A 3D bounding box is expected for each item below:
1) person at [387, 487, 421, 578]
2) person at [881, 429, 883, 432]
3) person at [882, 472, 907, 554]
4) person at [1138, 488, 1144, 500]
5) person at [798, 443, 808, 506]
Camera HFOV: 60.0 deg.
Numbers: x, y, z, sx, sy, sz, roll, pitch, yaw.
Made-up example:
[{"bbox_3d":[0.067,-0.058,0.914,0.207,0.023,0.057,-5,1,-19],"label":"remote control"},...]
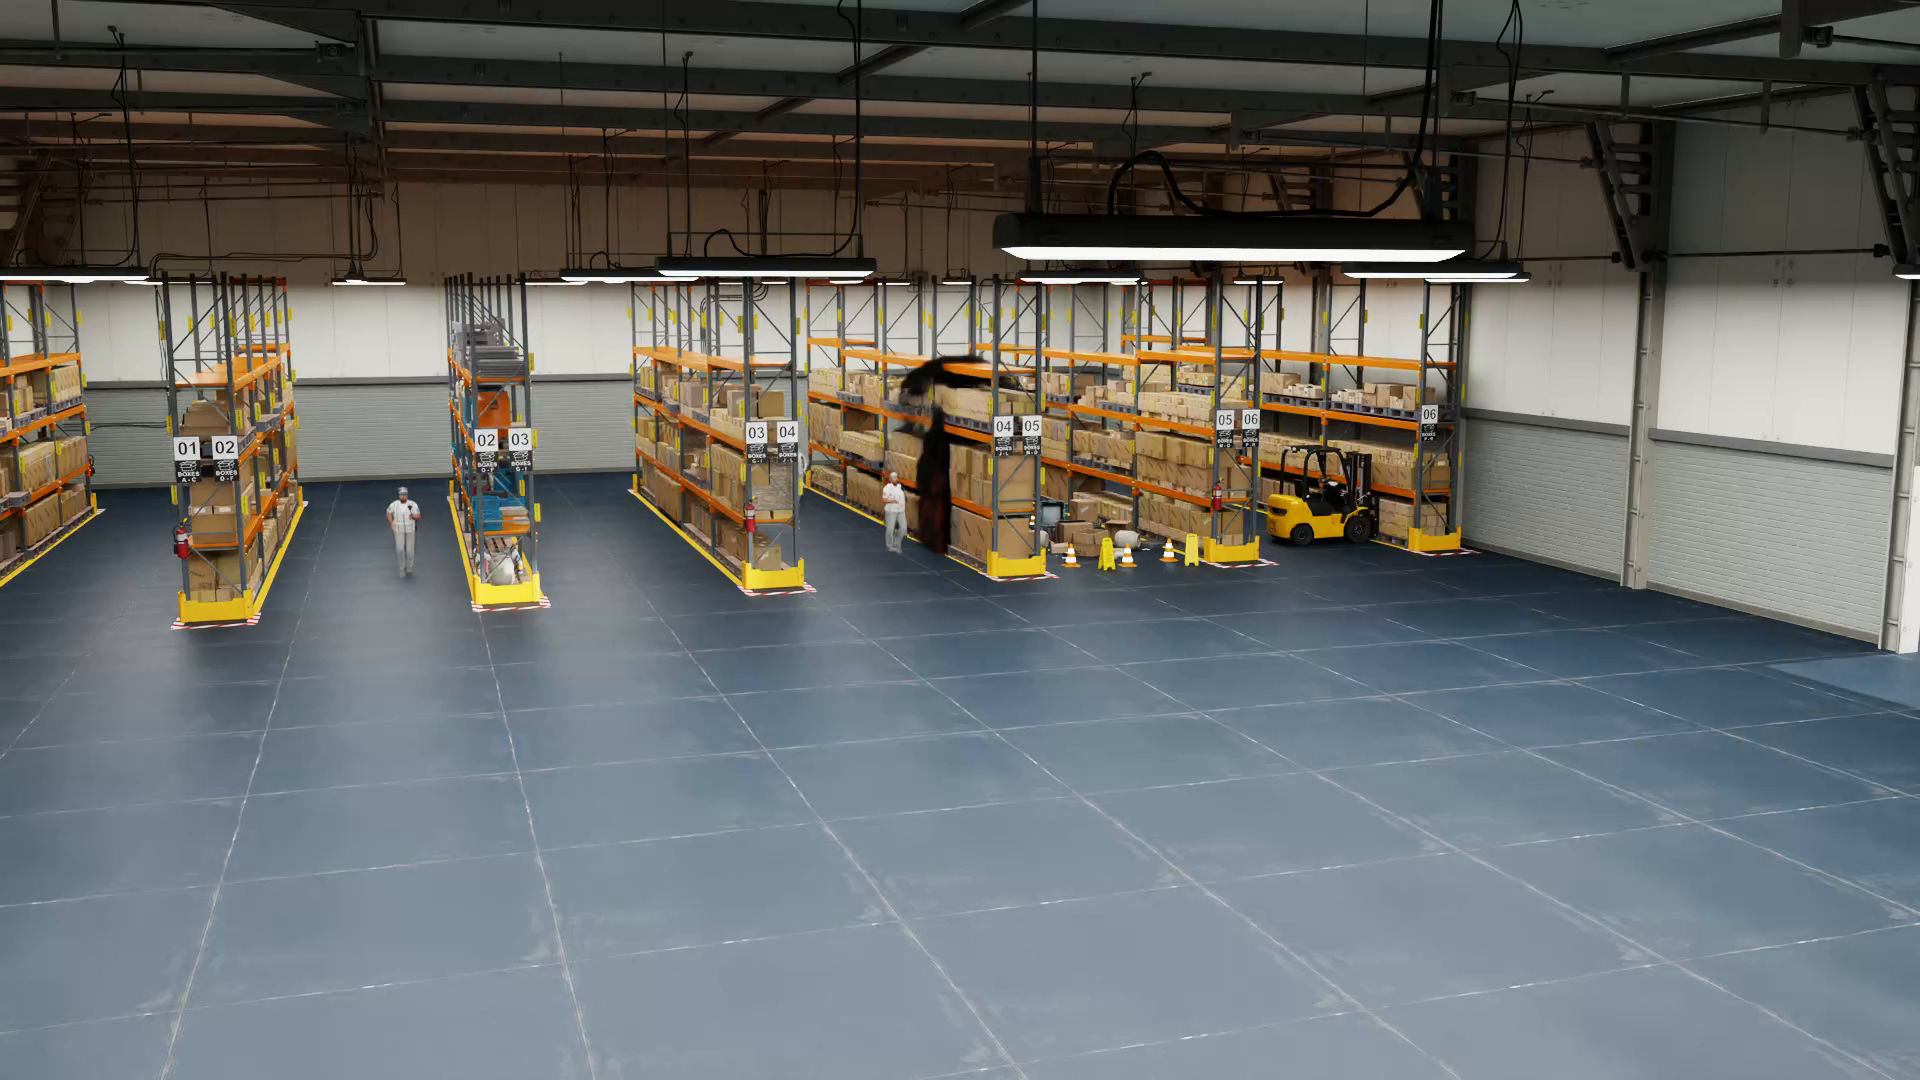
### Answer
[{"bbox_3d":[-11.110,-0.146,33.278,0.639,1.845,0.708,-3,9,-21],"label":"person"},{"bbox_3d":[-2.326,-2.477,48.658,0.583,1.643,1.046,-5,10,-28],"label":"person"},{"bbox_3d":[-1.310,-0.535,34.472,0.589,1.713,0.595,-5,10,-32],"label":"person"},{"bbox_3d":[4.775,-1.667,43.633,0.618,1.694,0.826,-3,9,-20],"label":"person"},{"bbox_3d":[-4.342,-1.758,44.305,0.623,1.662,0.586,-3,9,-18],"label":"person"}]
